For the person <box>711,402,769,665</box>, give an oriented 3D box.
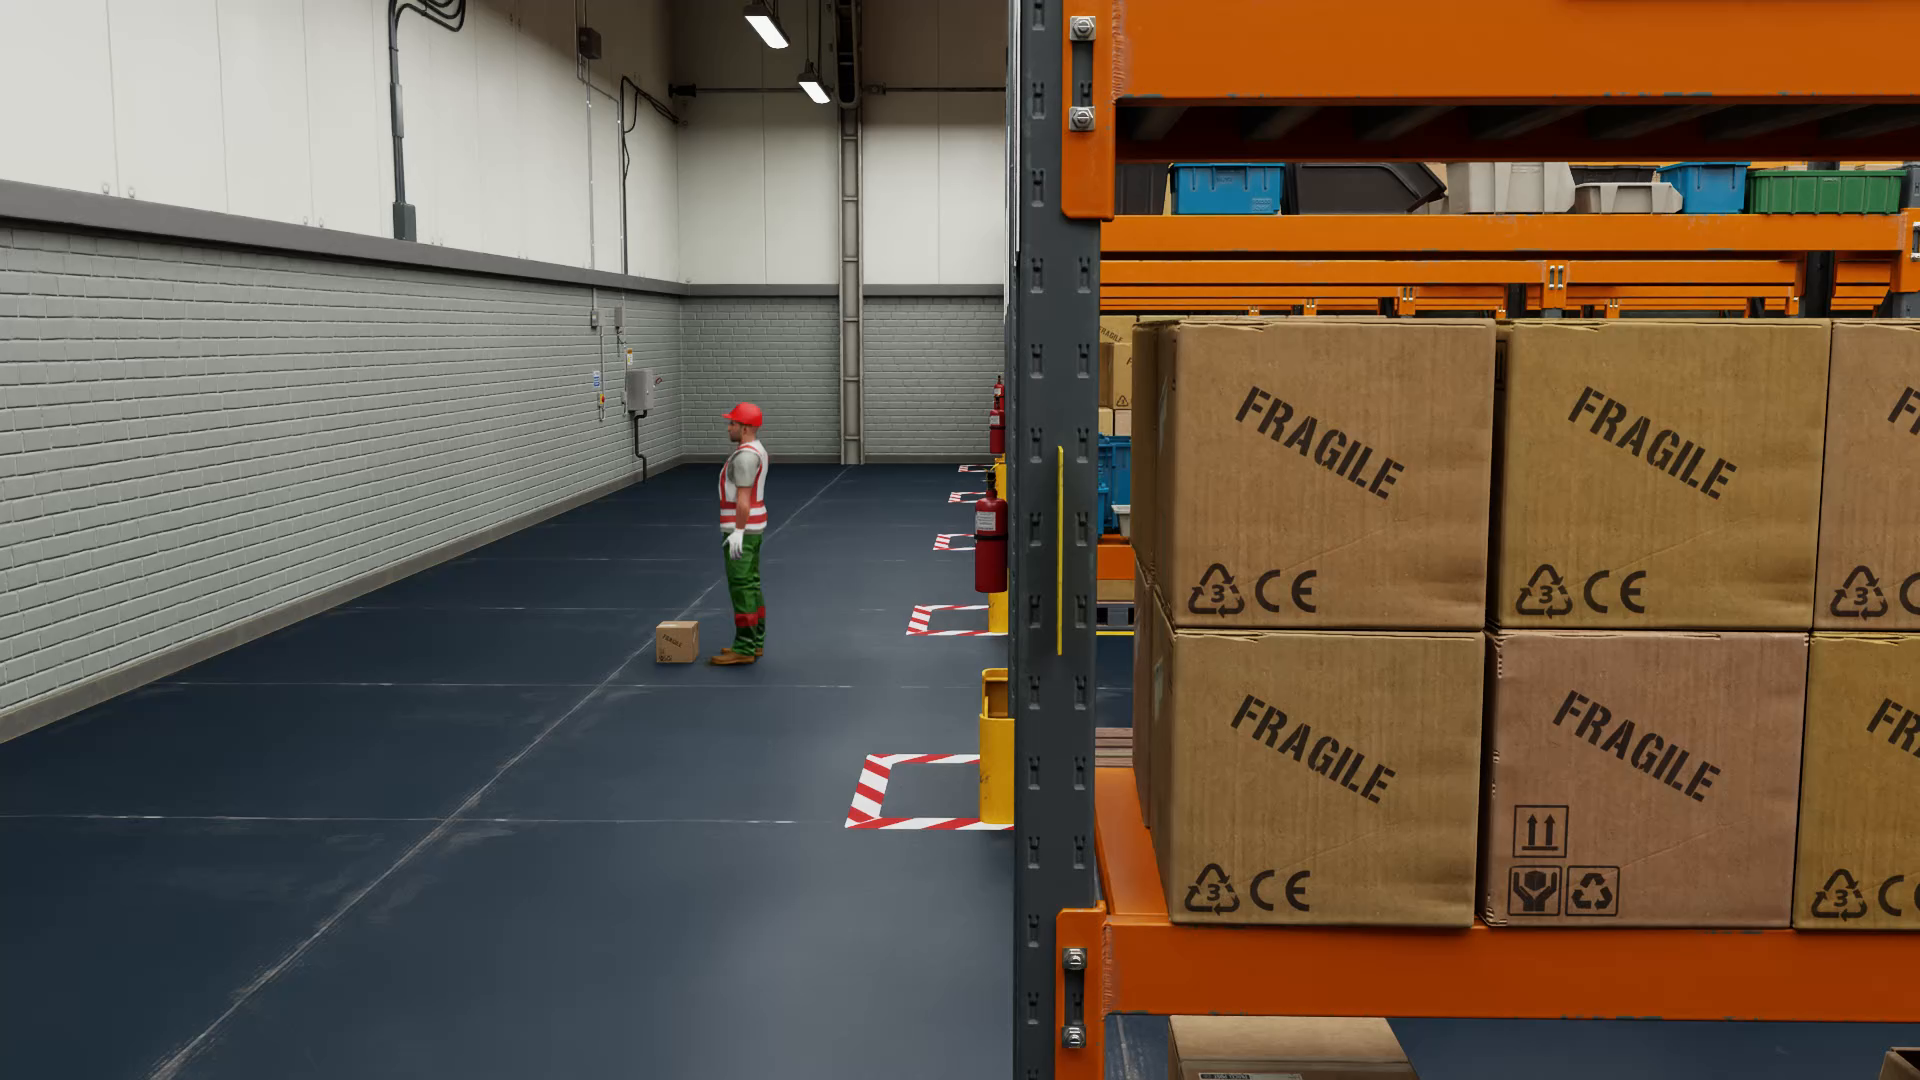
[{"bbox_3d":[-1.526,-0.053,11.534,0.383,1.798,0.534,0,7,2],"label":"person"}]
